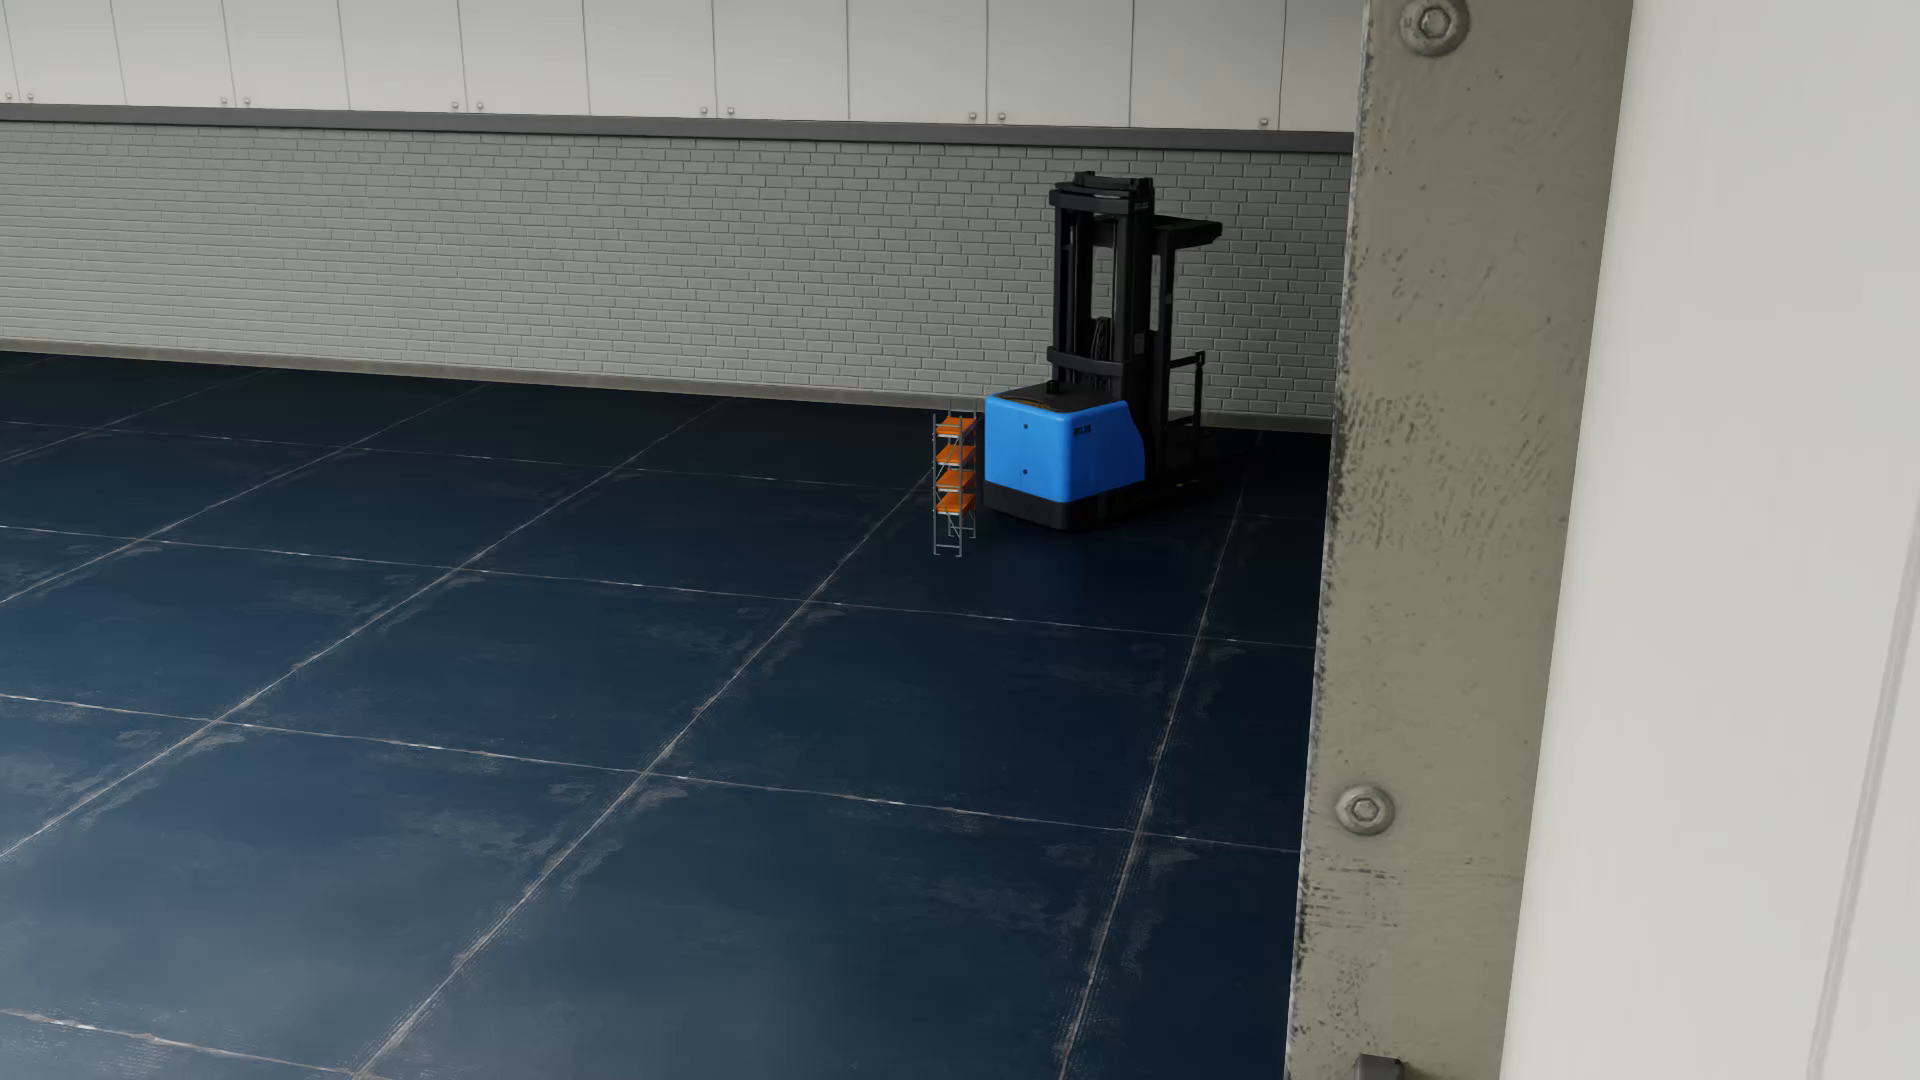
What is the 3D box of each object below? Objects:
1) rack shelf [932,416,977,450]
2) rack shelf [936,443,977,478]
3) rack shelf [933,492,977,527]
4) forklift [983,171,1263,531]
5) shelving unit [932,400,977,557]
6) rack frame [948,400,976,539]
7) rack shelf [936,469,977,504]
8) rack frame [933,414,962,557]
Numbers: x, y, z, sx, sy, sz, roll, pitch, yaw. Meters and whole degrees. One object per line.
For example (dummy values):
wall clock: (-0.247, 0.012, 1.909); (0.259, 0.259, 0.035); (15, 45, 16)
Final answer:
rack shelf: (-0.040, -0.888, 13.715); (0.258, 0.148, 0.480); (5, 19, 13)
rack shelf: (-0.040, -0.664, 13.791); (0.258, 0.148, 0.480); (5, 19, 13)
rack shelf: (-0.040, -0.264, 13.928); (0.258, 0.148, 0.480); (5, 19, 13)
forklift: (1.626, -1.849, 15.065); (3.031, 2.935, 1.130); (-17, 25, -40)
shelving unit: (-0.040, -0.516, 13.842); (0.258, 1.200, 0.503); (5, 19, 13)
rack frame: (0.019, -0.592, 14.066); (0.240, 1.200, 0.015); (5, 19, 13)
rack shelf: (-0.040, -0.452, 13.863); (0.258, 0.148, 0.480); (5, 19, 13)
rack frame: (-0.100, -0.439, 13.618); (0.240, 1.200, 0.015); (5, 19, 13)
